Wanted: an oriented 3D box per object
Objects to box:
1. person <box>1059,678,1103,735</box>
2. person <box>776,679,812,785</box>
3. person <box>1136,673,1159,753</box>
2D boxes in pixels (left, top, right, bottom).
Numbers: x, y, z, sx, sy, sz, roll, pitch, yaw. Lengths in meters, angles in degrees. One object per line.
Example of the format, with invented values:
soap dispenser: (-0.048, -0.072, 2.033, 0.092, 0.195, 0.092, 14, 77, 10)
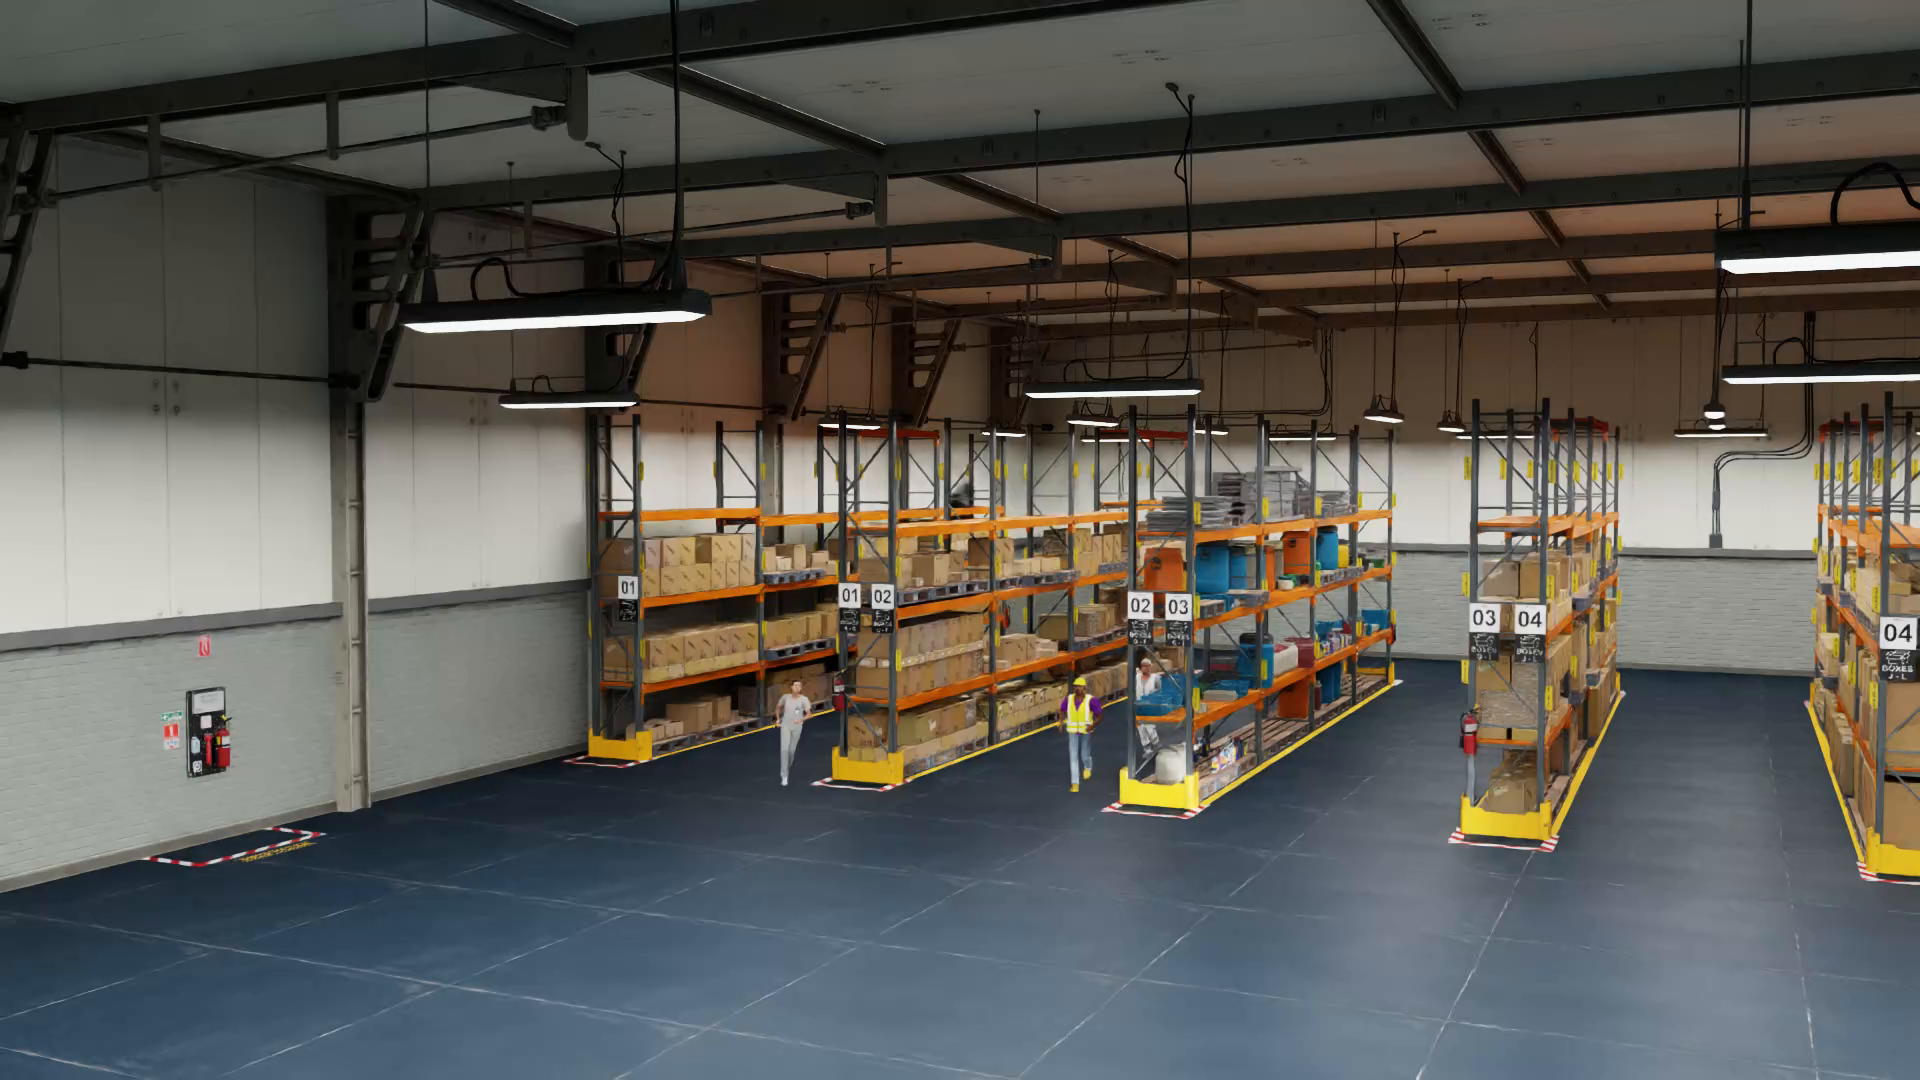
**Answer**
person: (1.877, 2.623, 26.179, 0.725, 0.914, 0.520, 1, 2, 14)
person: (-2.697, 3.079, 26.938, 0.579, 1.659, 0.819, 0, 2, -5)
person: (3.250, 3.035, 29.009, 0.424, 1.426, 0.495, 1, 3, 26)
